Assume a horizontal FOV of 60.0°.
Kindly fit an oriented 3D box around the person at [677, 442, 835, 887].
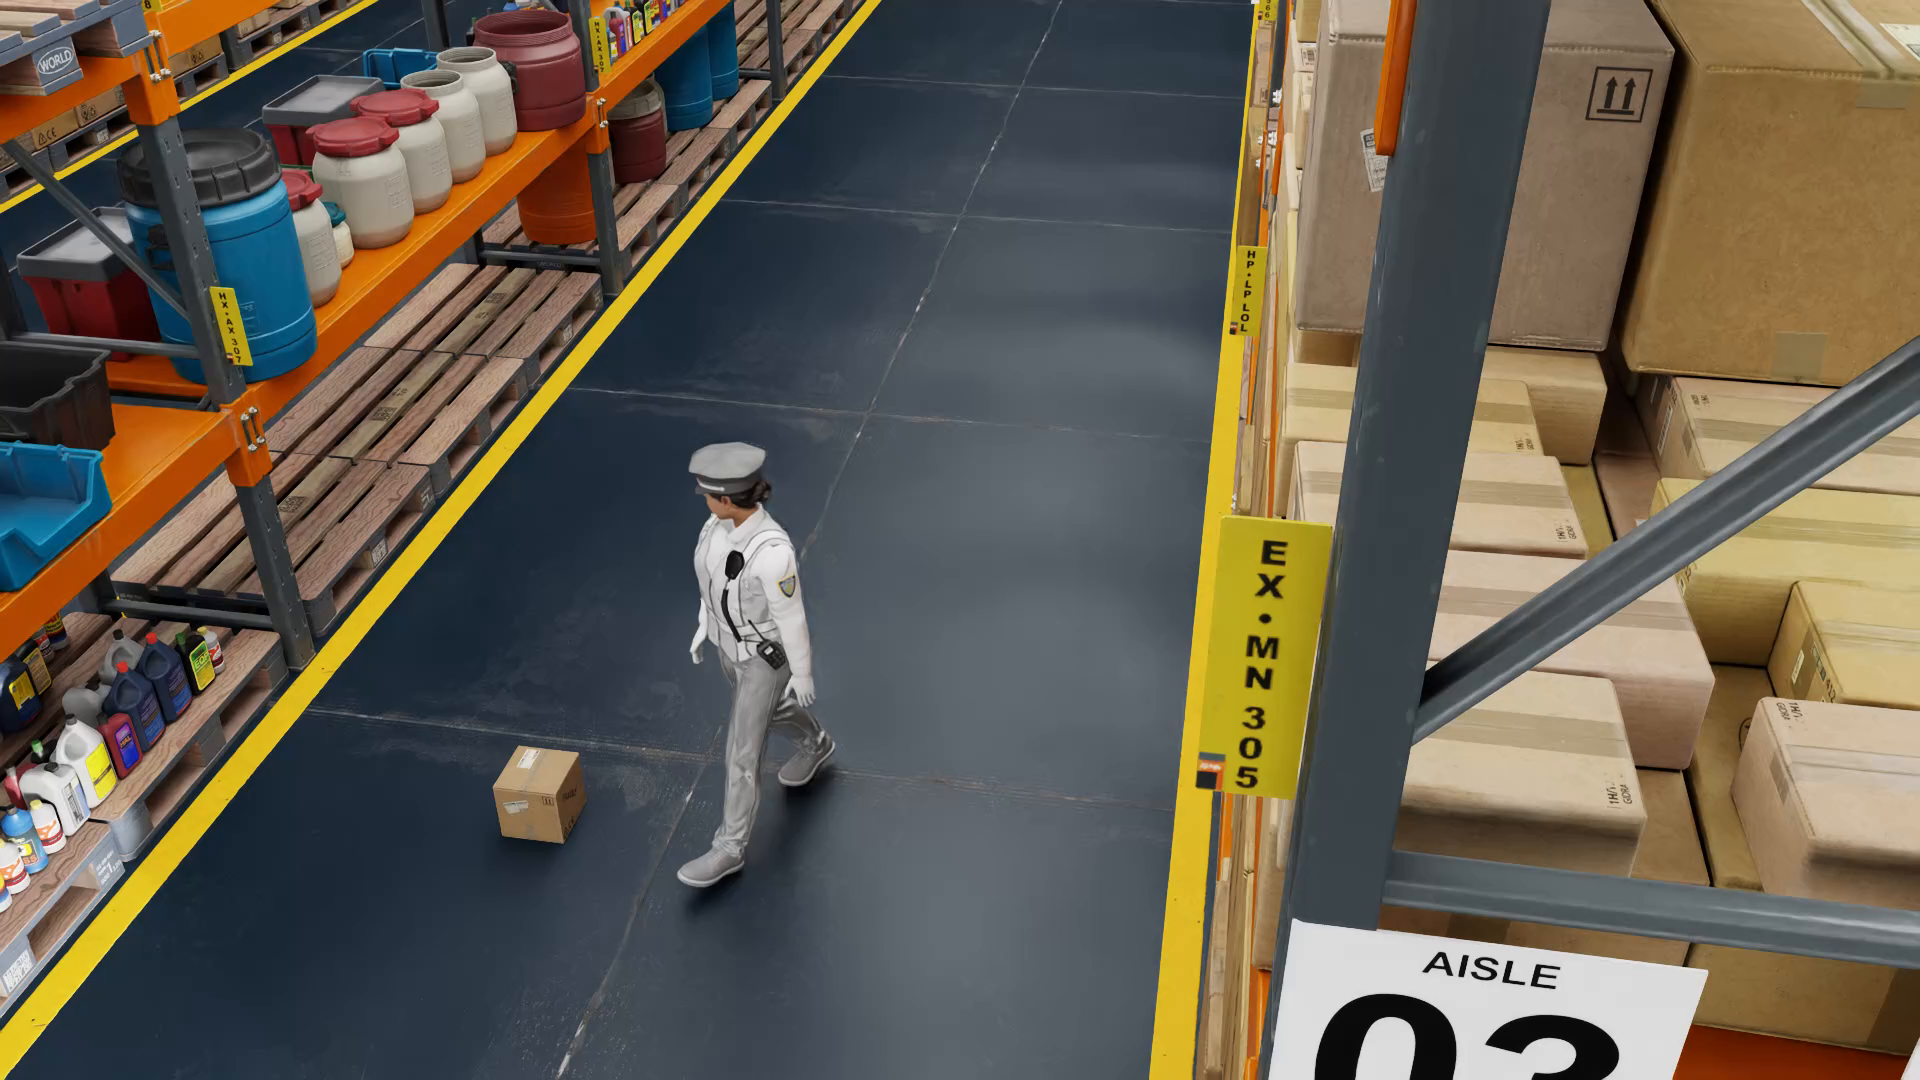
[{"bbox_3d":[-0.783,0.399,6.004,0.868,1.631,0.518,-21,38,-30],"label":"person"}]
